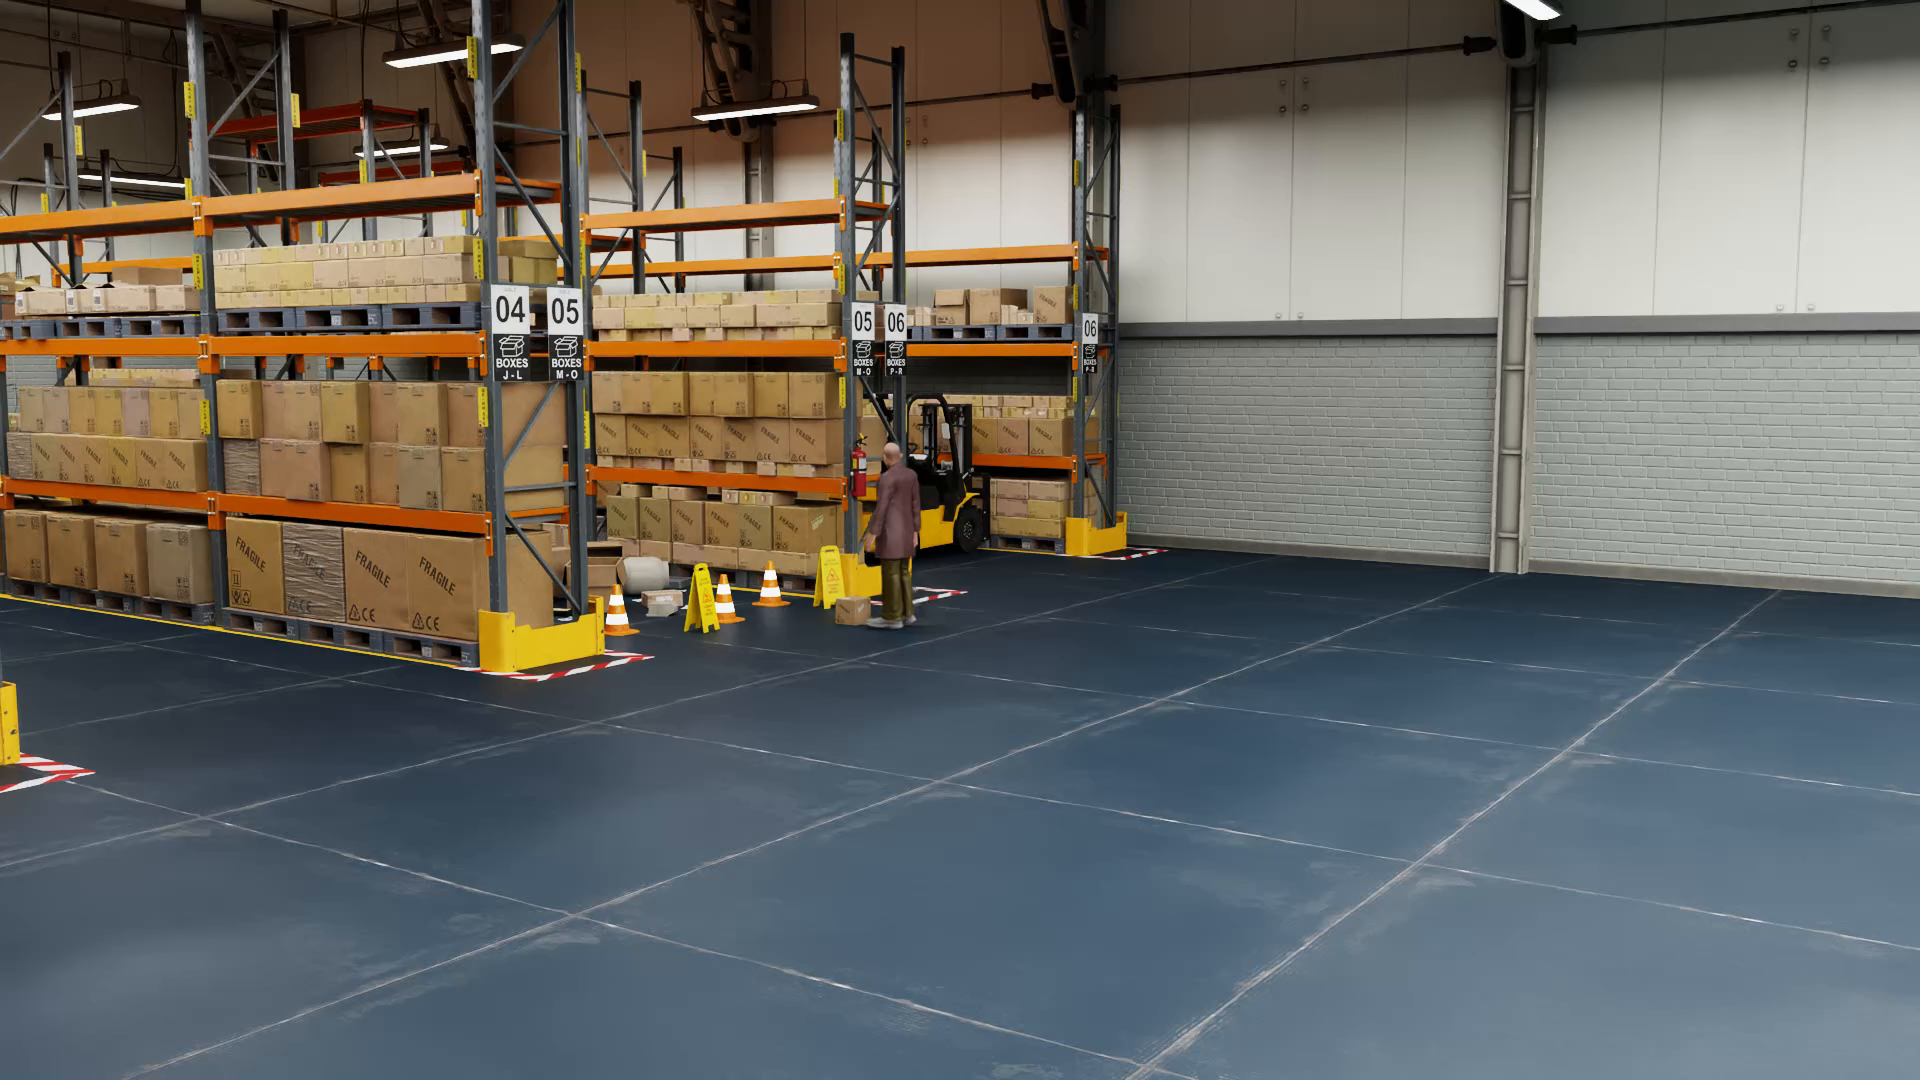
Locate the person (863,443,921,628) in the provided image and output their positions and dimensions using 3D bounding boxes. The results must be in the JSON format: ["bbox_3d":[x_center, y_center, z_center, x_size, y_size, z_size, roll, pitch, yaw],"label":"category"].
[{"bbox_3d":[-0.666,-0.025,16.030,0.404,1.816,0.672,3,7,27],"label":"person"}]
